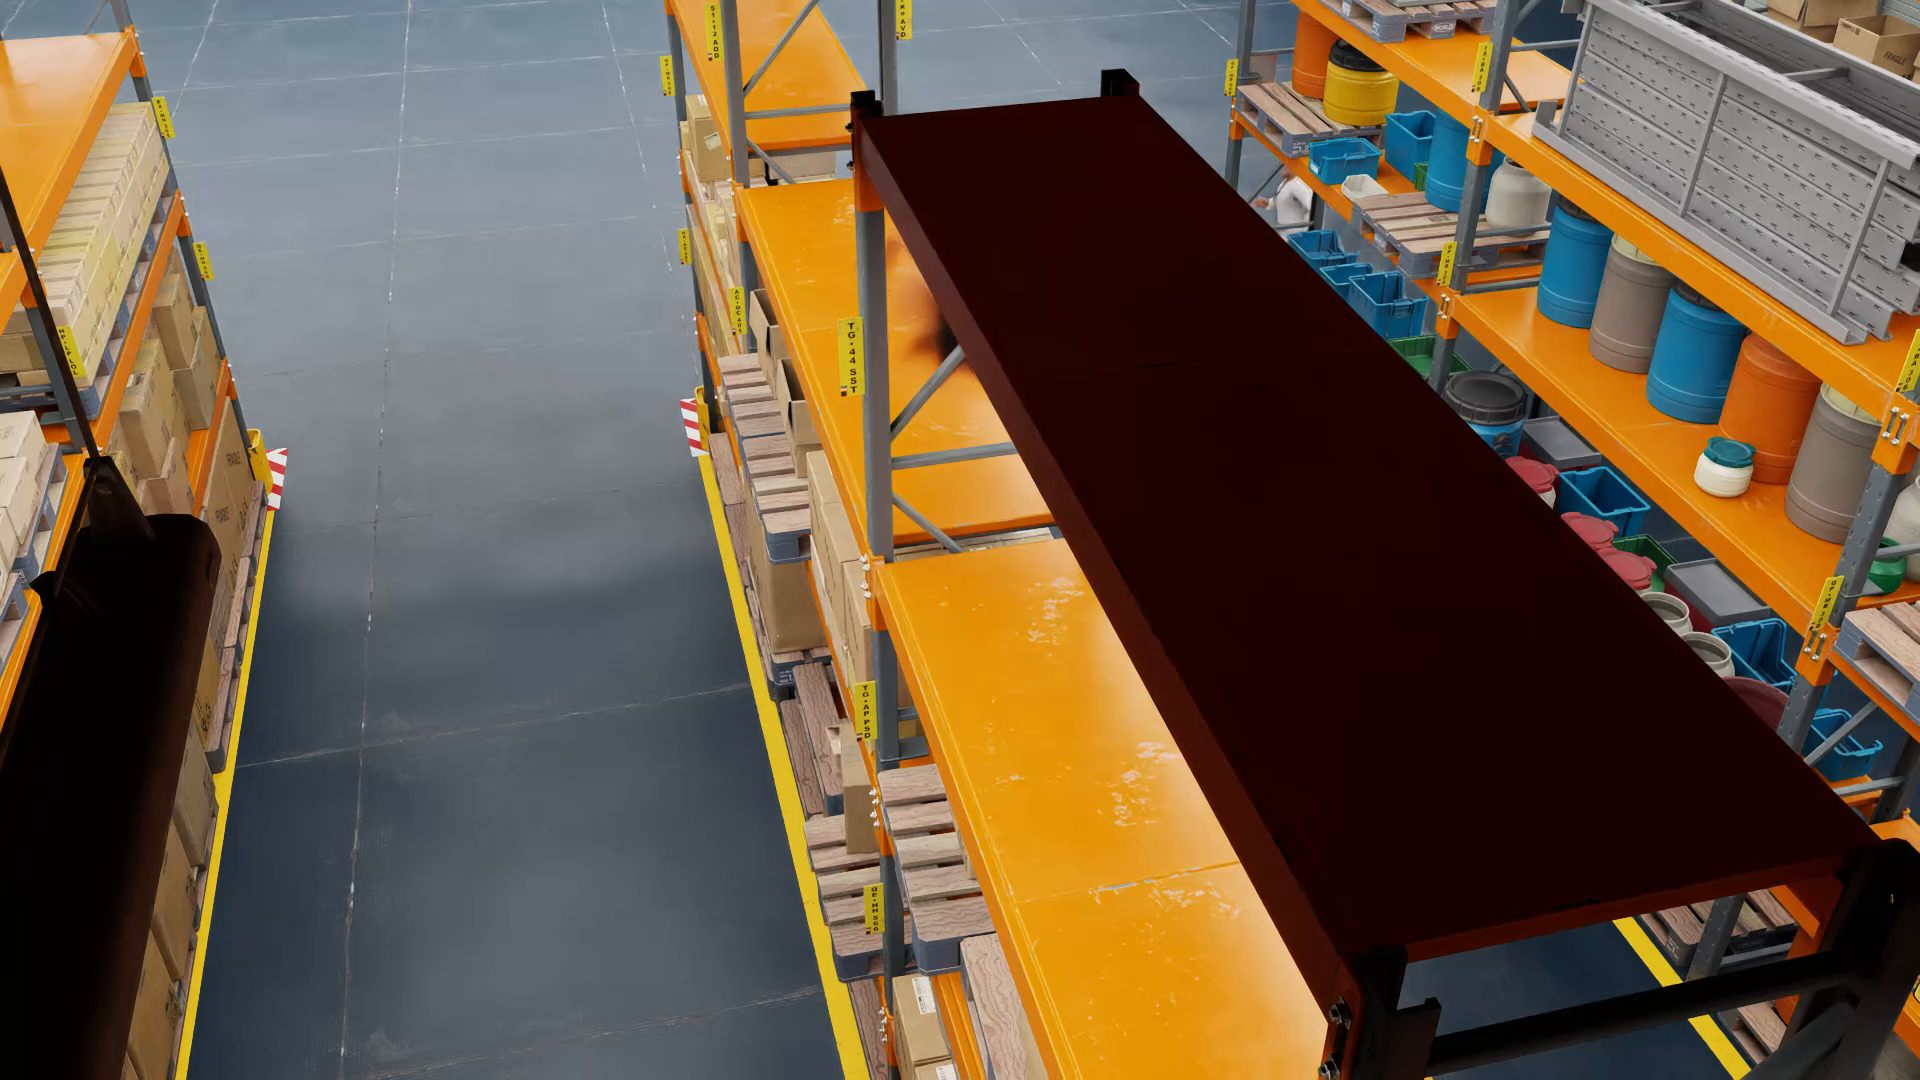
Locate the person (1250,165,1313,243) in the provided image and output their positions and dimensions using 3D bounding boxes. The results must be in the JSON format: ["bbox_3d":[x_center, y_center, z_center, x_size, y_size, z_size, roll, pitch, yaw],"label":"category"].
[{"bbox_3d":[3.449,-3.109,17.013,1.148,1.738,0.672,9,35,13],"label":"person"}]
